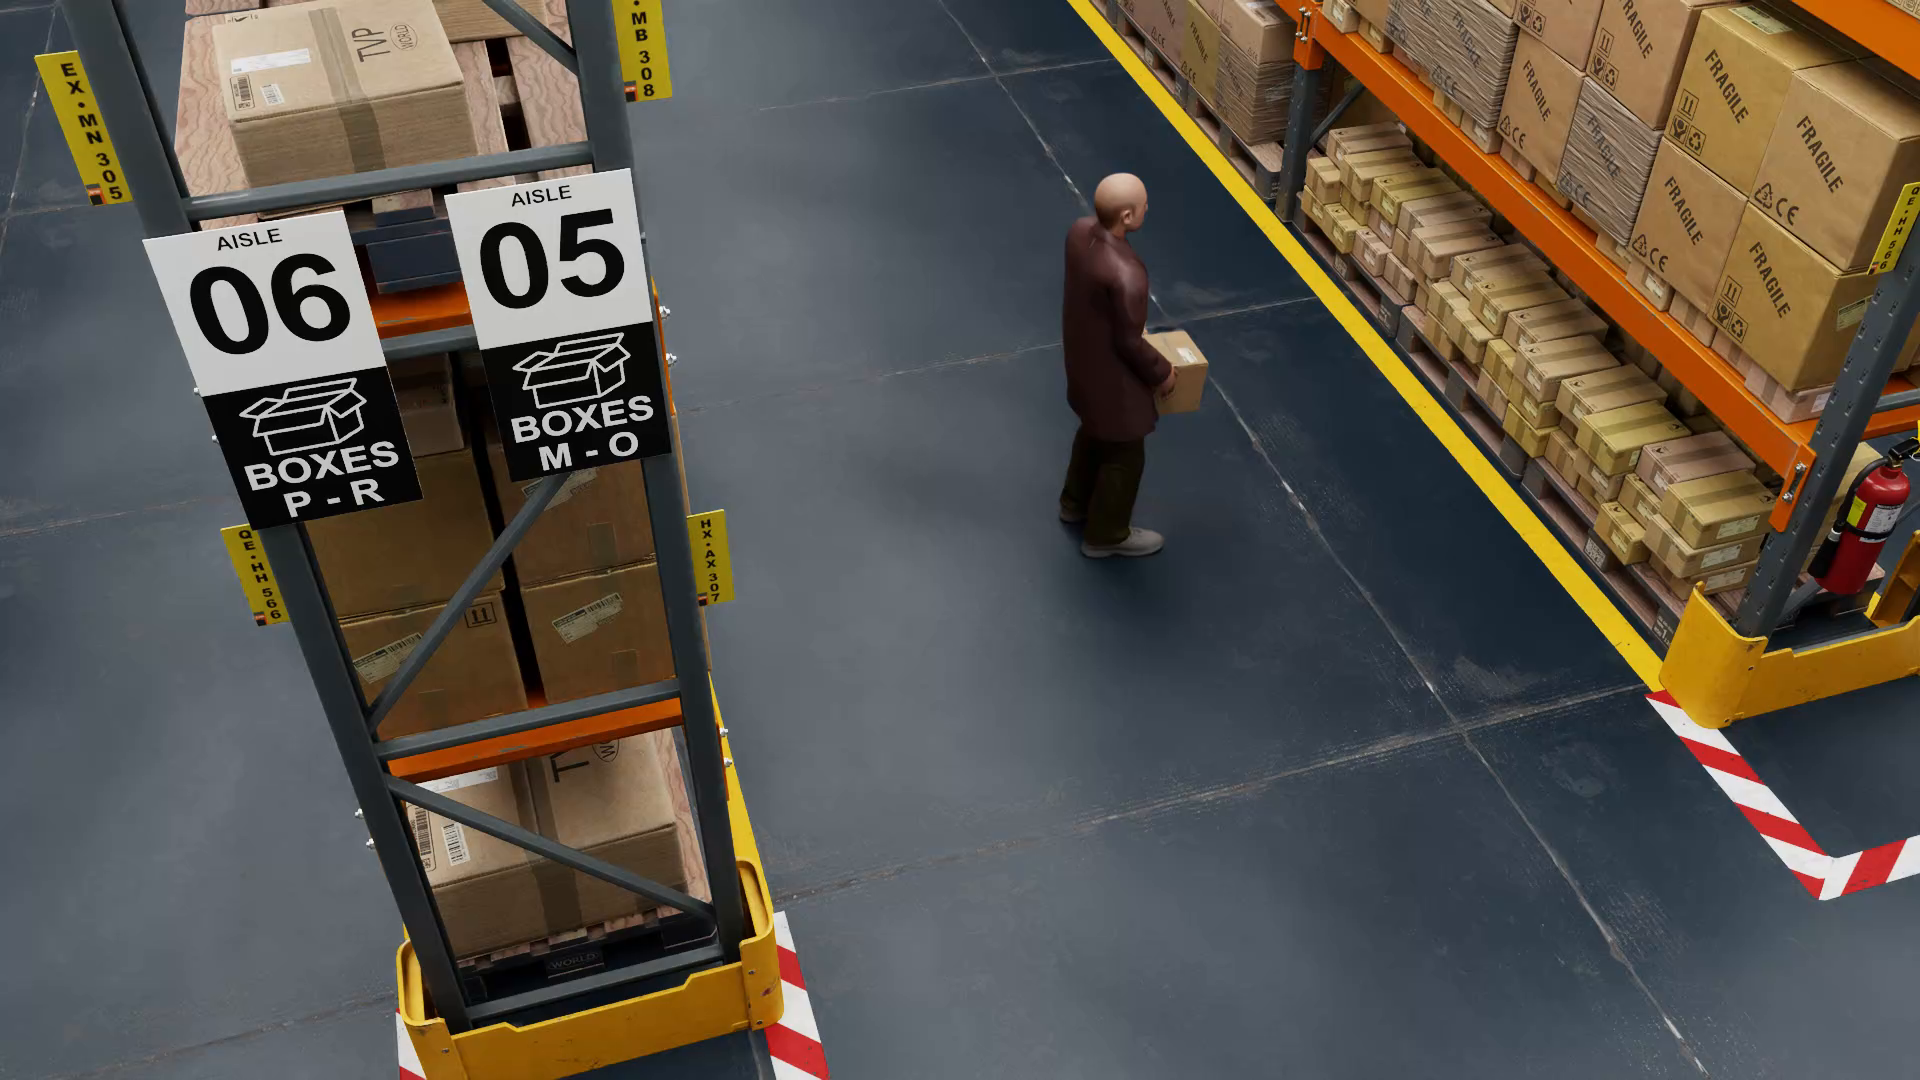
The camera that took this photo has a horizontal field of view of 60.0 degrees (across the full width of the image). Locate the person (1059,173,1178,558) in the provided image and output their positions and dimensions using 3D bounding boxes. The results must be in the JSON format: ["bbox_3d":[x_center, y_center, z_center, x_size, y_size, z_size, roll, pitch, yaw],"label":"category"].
[{"bbox_3d":[0.655,-0.735,6.991,0.443,1.781,0.579,-13,43,-14],"label":"person"}]
